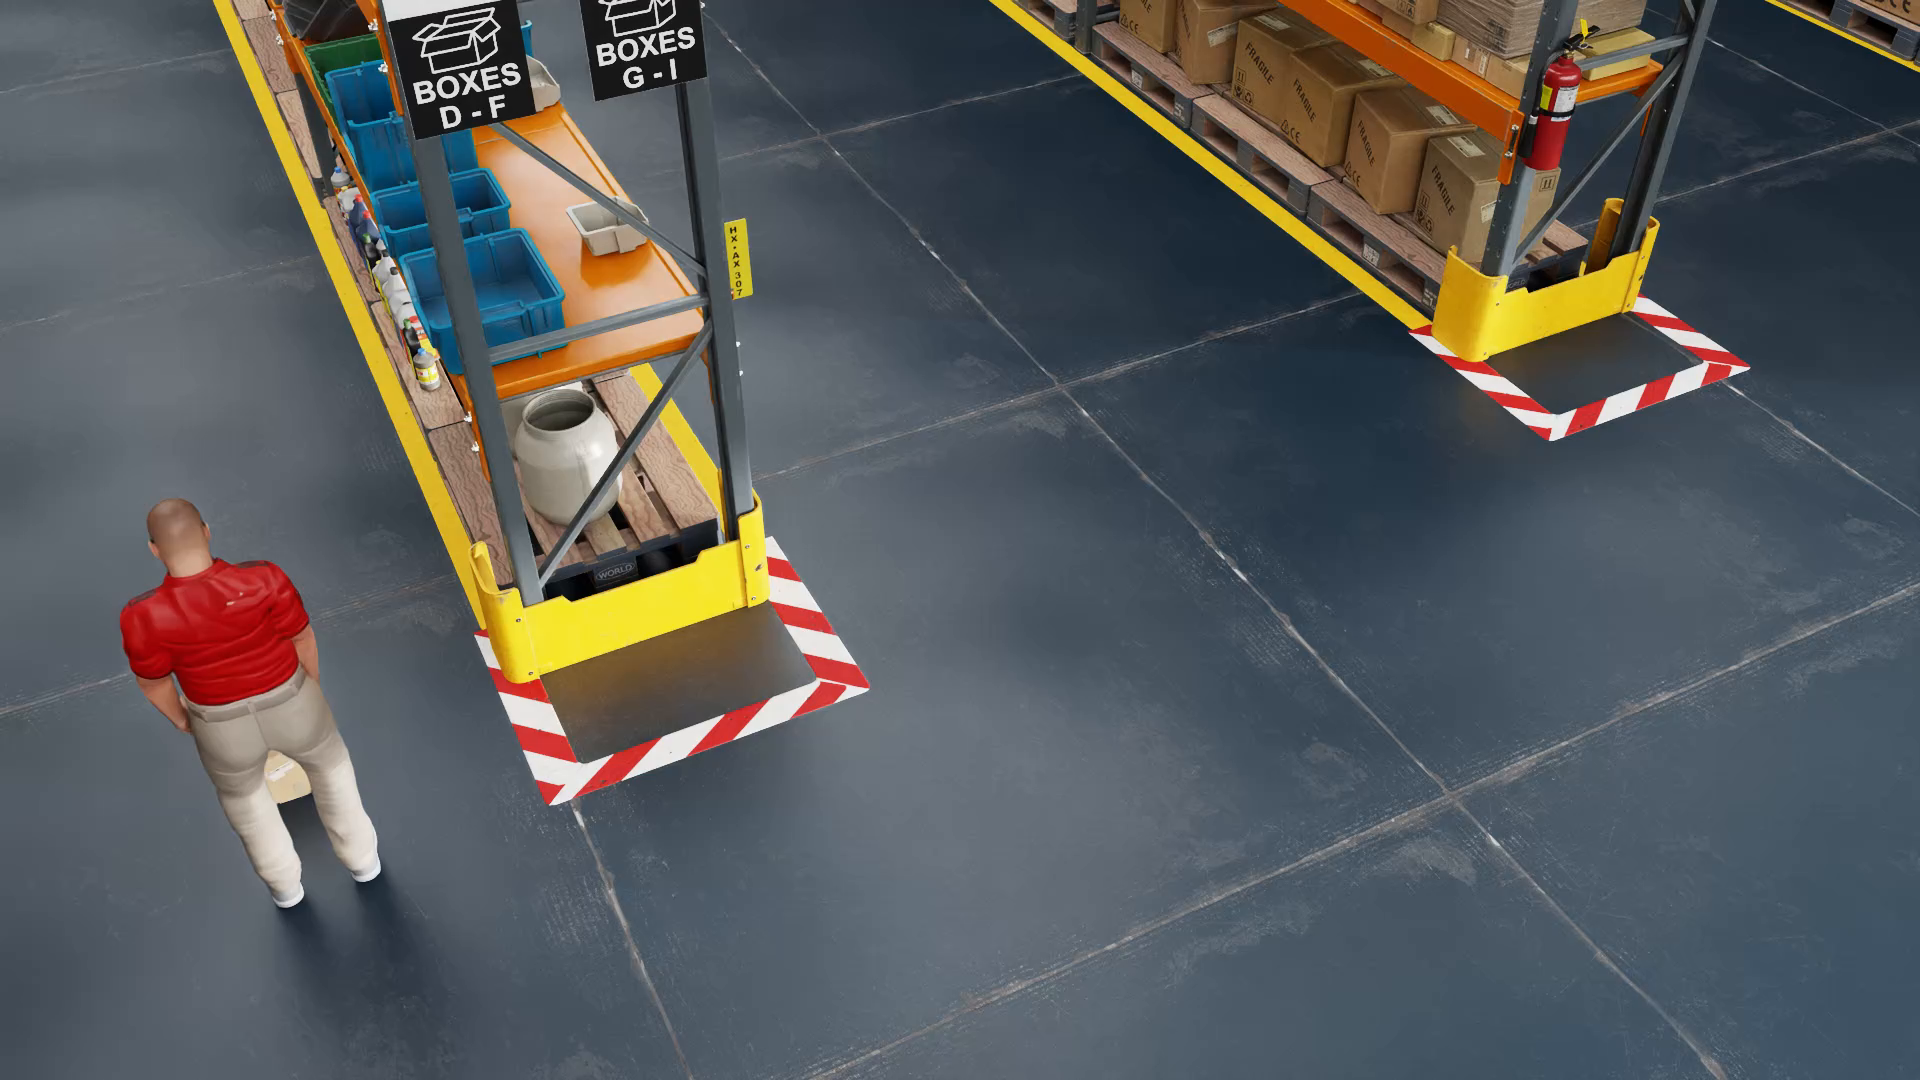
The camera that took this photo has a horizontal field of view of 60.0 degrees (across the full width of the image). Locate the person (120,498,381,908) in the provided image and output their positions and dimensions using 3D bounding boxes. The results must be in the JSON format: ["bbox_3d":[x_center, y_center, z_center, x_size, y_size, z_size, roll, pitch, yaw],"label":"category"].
[{"bbox_3d":[-2.365,0.572,5.540,0.544,1.704,0.377,-18,44,-19],"label":"person"}]
